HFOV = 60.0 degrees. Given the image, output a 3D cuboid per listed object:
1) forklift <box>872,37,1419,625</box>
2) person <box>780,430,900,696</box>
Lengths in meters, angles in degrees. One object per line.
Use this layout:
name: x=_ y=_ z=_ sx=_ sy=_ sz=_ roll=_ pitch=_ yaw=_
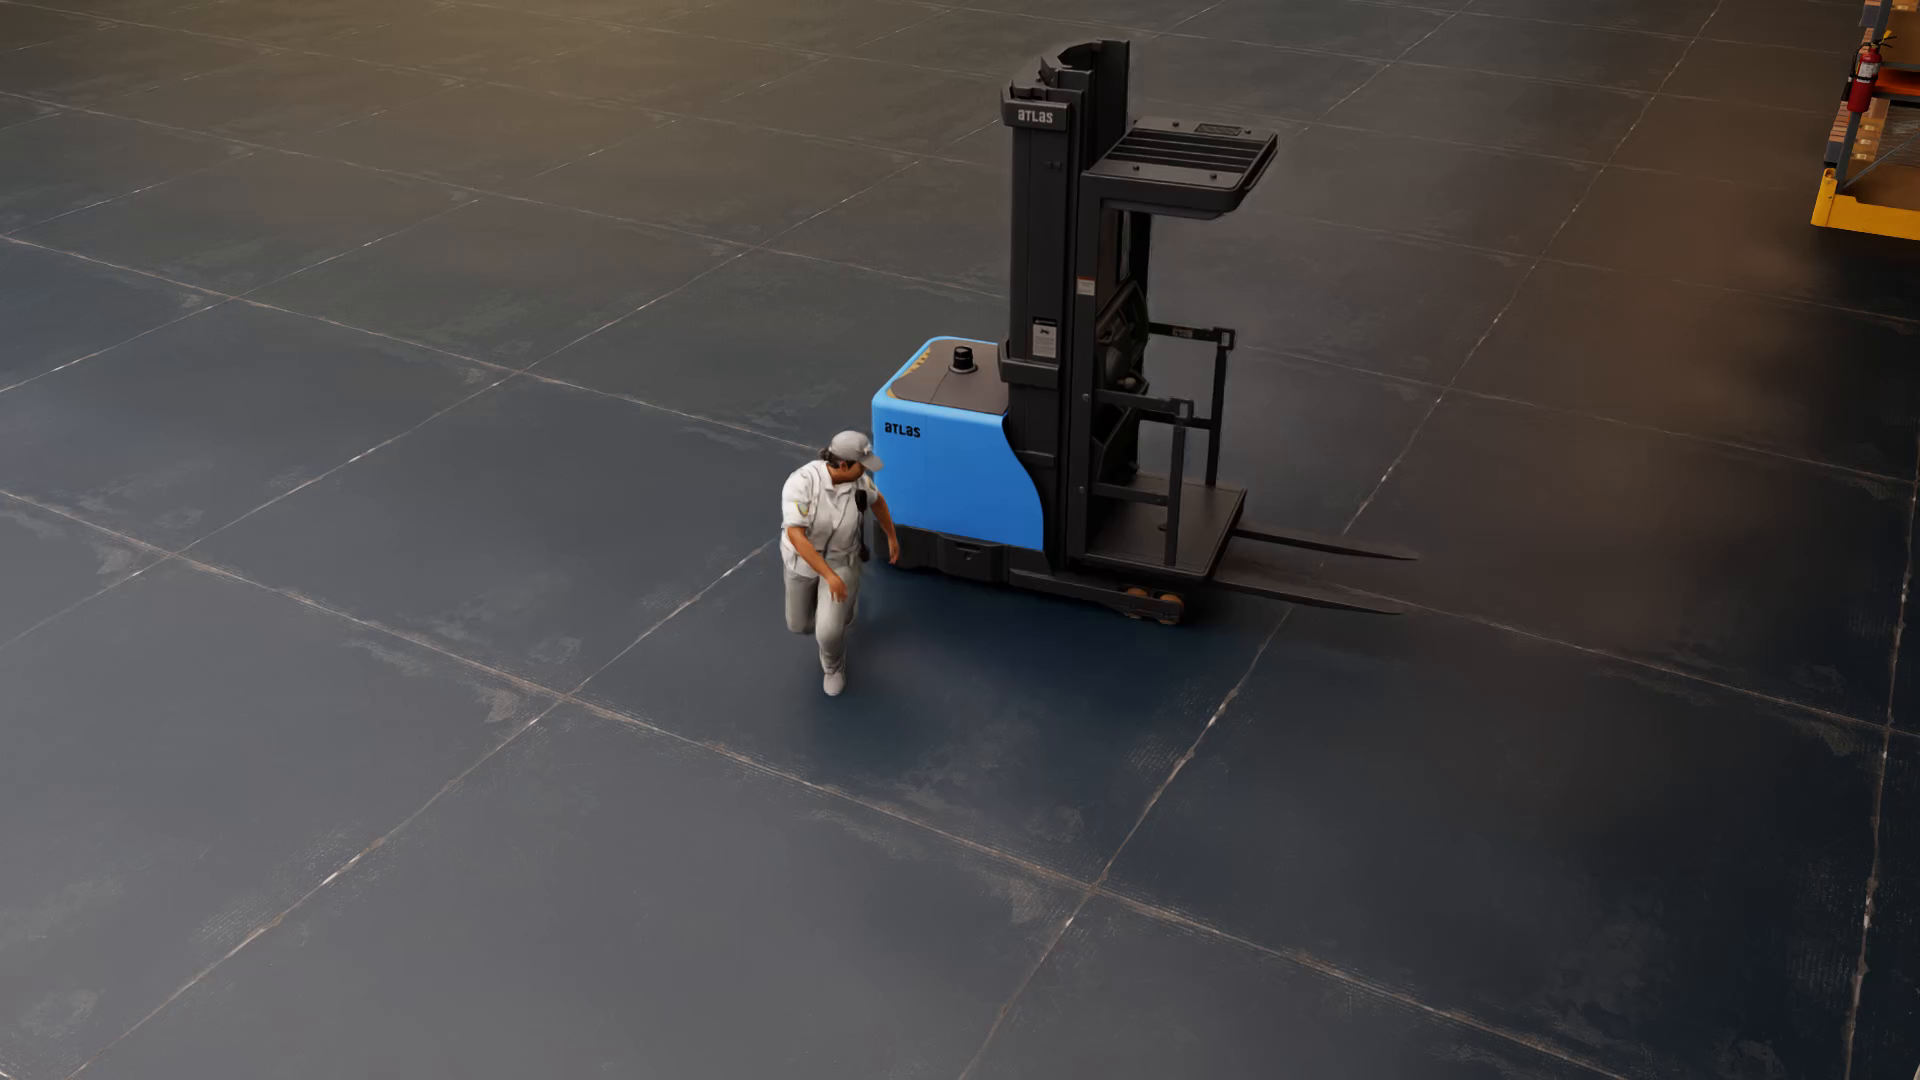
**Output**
forklift: x=1.064 y=-1.100 z=8.976 sx=3.031 sy=2.935 sz=1.130 roll=10 pitch=32 yaw=18
person: x=-0.618 y=0.057 z=8.524 sx=0.597 sy=1.444 sz=0.846 roll=1 pitch=30 yaw=1
